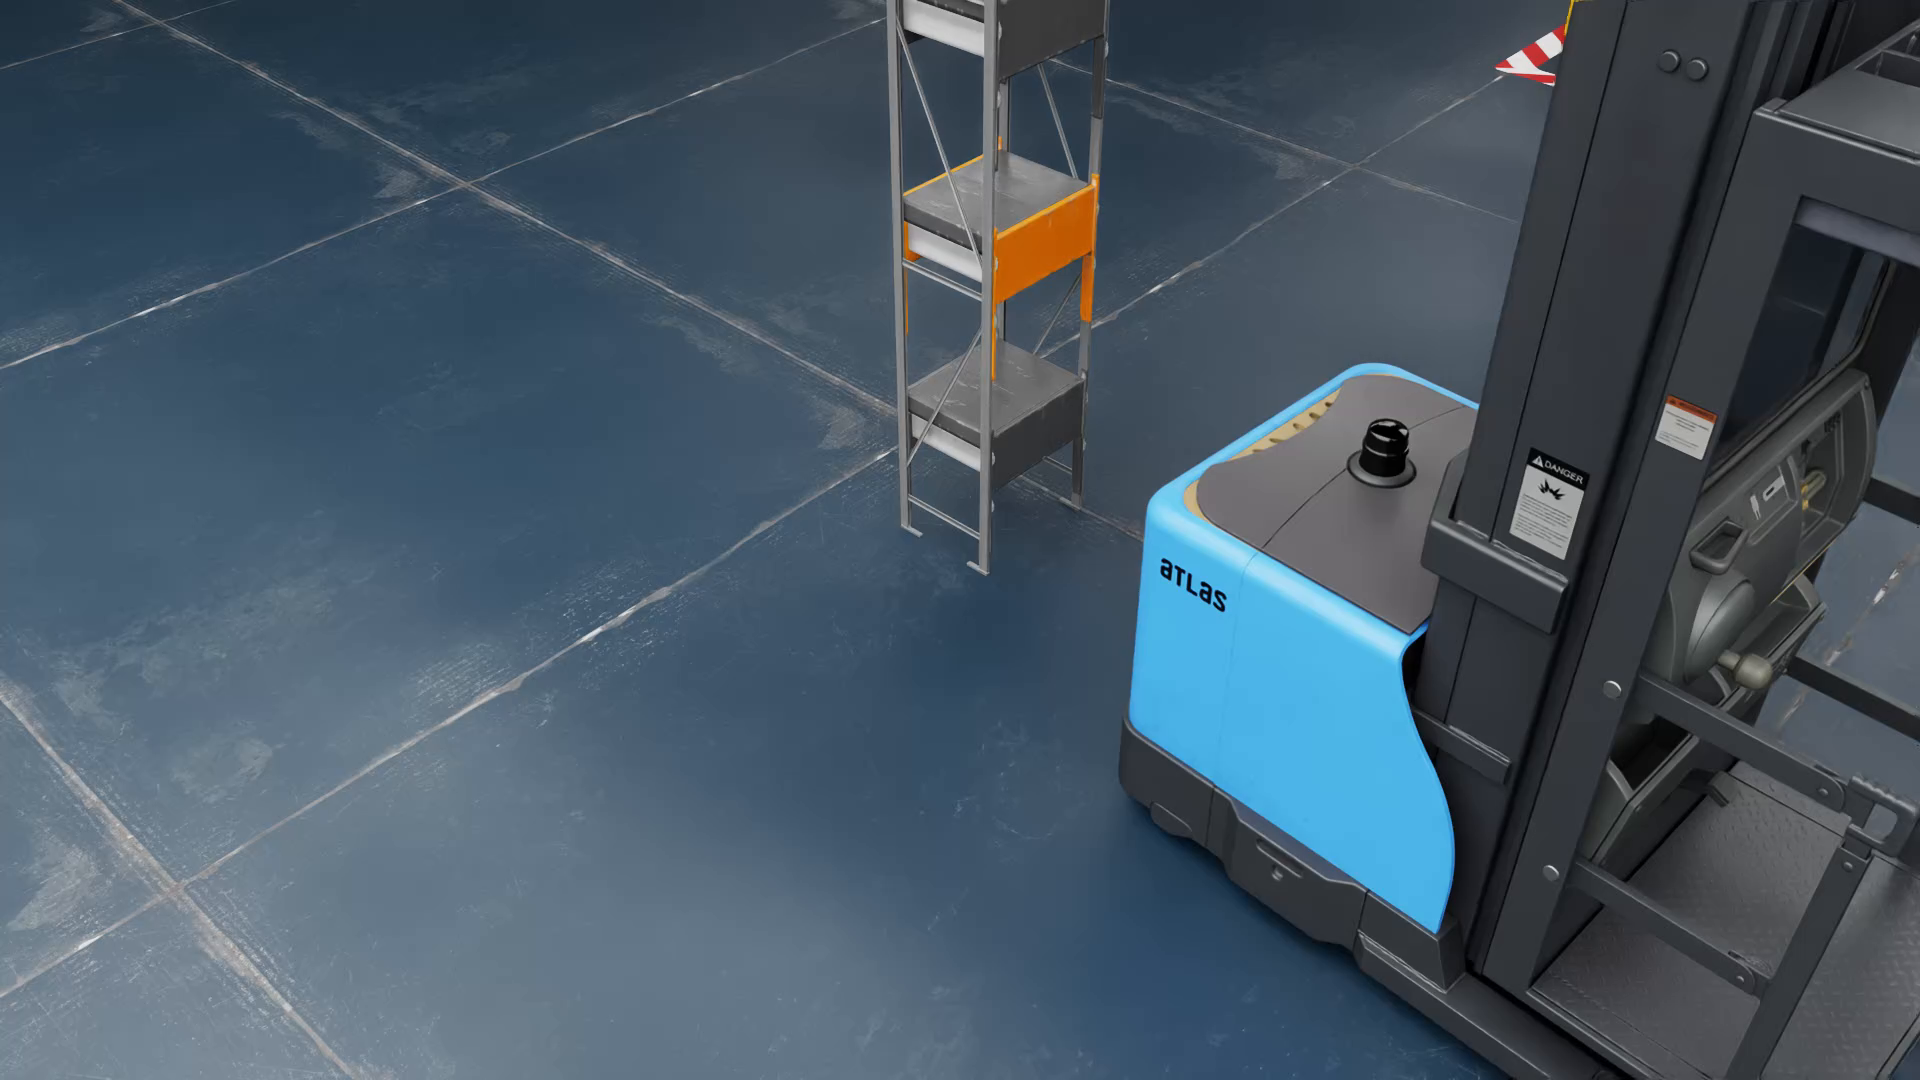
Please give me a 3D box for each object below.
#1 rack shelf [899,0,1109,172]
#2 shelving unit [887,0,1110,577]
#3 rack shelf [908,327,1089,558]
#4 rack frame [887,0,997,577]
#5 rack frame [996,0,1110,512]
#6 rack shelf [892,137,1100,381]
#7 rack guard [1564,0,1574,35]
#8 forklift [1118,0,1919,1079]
[{"bbox_3d":[0.112,-1.435,4.765,0.431,0.518,0.480,30,47,32],"label":"rack shelf"},{"bbox_3d":[0.112,-0.898,5.192,0.431,2.100,0.503,30,47,32],"label":"shelving unit"},{"bbox_3d":[0.112,-0.339,5.636,0.431,0.518,0.480,30,47,32],"label":"rack shelf"},{"bbox_3d":[-0.053,-0.786,5.051,0.400,2.100,0.015,30,47,32],"label":"rack frame"},{"bbox_3d":[0.276,-1.010,5.333,0.400,2.100,0.015,30,47,32],"label":"rack frame"},{"bbox_3d":[0.112,-0.887,5.201,0.431,0.518,0.480,30,47,32],"label":"rack shelf"},{"bbox_3d":[3.907,-2.865,8.951,1.175,0.500,0.348,30,47,32],"label":"rack guard"},{"bbox_3d":[1.840,0.038,3.348,1.130,2.935,3.031,-31,48,-33],"label":"forklift"}]
